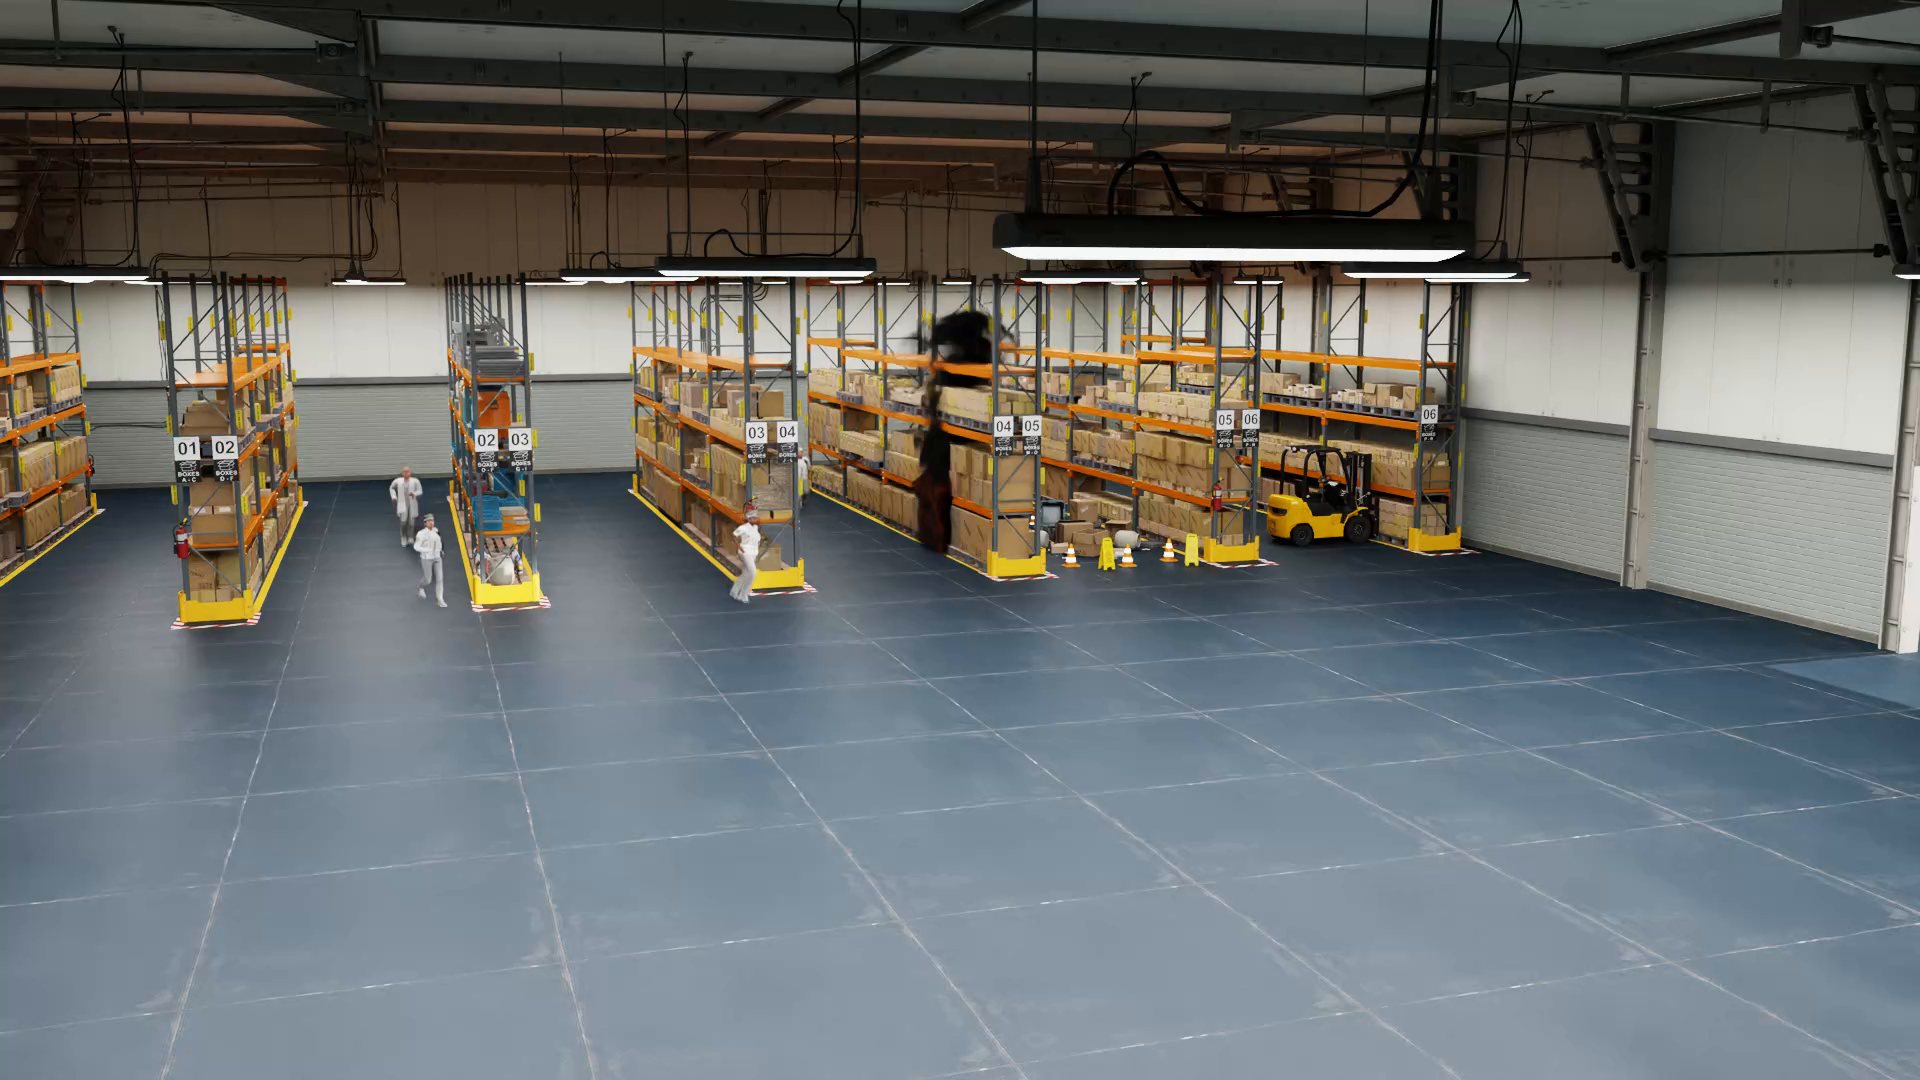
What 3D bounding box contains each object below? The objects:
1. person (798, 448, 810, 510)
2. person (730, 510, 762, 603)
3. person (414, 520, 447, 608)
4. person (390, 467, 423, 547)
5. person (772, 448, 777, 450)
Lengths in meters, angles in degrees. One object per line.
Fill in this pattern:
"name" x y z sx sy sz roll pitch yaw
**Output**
"person" -4.149 -1.590 43.220 0.576 1.619 0.443 -3 9 -17
"person" -3.924 0.302 30.686 0.644 1.734 0.556 4 10 27
"person" -9.593 0.373 30.156 0.896 1.650 0.618 8 12 44
"person" -12.346 -0.743 37.146 0.683 1.783 0.748 -3 9 -22
"person" -5.531 -2.229 48.235 0.574 1.424 0.643 5 10 30
